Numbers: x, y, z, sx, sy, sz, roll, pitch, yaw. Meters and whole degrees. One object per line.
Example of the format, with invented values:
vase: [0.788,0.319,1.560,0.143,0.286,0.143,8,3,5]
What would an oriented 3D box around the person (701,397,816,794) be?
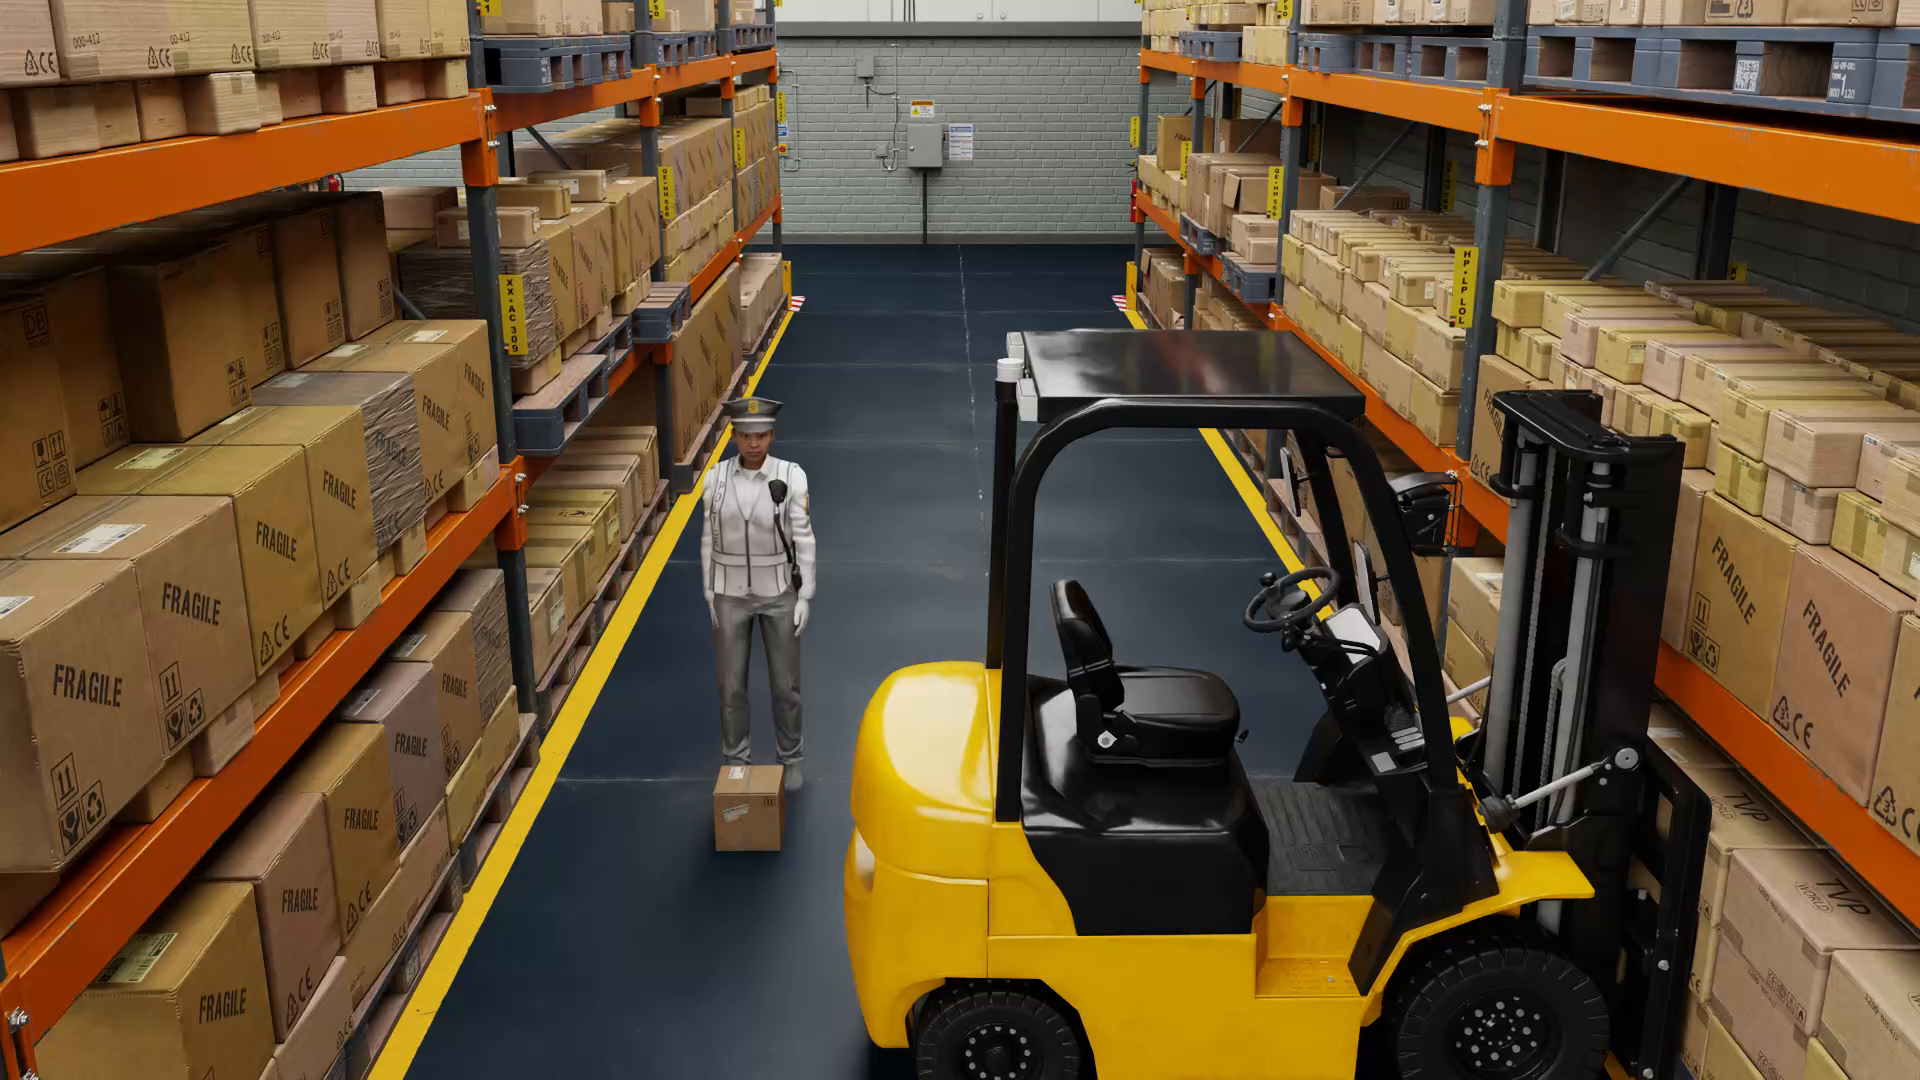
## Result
person: [-0.819,0.253,6.780,0.466,1.723,0.343,0,17,0]
